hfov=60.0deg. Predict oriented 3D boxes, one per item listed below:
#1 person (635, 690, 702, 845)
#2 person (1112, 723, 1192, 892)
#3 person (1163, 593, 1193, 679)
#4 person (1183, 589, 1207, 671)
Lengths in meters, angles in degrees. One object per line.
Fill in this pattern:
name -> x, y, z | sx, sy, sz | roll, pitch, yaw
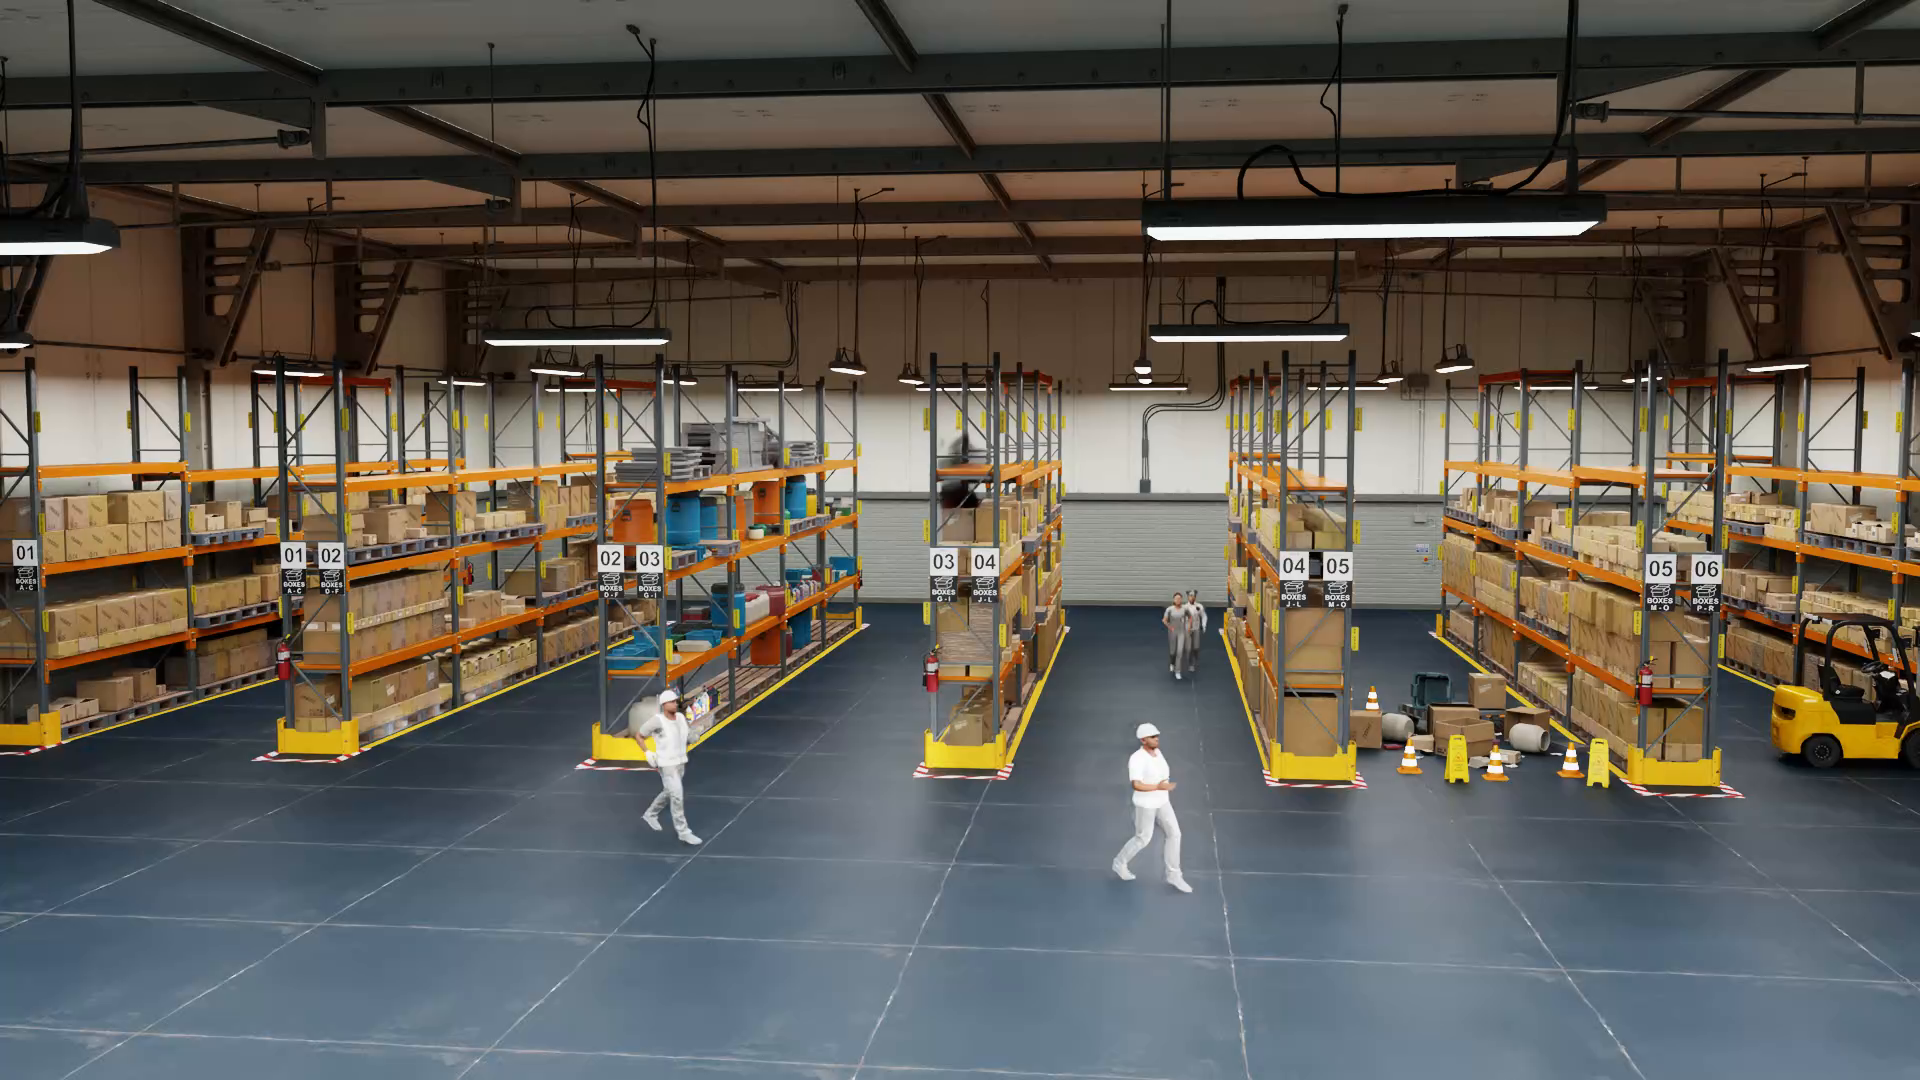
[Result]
person -> -3.446, 2.676, 19.830 | 0.986, 1.777, 0.679 | 2, 5, 29
person -> 2.072, 2.858, 17.902 | 0.896, 1.785, 0.704 | 3, 5, 40
person -> 4.294, 1.865, 32.762 | 0.590, 1.668, 0.771 | 0, 4, 5
person -> 4.685, 1.814, 33.549 | 0.614, 1.658, 0.537 | 0, 4, 4
